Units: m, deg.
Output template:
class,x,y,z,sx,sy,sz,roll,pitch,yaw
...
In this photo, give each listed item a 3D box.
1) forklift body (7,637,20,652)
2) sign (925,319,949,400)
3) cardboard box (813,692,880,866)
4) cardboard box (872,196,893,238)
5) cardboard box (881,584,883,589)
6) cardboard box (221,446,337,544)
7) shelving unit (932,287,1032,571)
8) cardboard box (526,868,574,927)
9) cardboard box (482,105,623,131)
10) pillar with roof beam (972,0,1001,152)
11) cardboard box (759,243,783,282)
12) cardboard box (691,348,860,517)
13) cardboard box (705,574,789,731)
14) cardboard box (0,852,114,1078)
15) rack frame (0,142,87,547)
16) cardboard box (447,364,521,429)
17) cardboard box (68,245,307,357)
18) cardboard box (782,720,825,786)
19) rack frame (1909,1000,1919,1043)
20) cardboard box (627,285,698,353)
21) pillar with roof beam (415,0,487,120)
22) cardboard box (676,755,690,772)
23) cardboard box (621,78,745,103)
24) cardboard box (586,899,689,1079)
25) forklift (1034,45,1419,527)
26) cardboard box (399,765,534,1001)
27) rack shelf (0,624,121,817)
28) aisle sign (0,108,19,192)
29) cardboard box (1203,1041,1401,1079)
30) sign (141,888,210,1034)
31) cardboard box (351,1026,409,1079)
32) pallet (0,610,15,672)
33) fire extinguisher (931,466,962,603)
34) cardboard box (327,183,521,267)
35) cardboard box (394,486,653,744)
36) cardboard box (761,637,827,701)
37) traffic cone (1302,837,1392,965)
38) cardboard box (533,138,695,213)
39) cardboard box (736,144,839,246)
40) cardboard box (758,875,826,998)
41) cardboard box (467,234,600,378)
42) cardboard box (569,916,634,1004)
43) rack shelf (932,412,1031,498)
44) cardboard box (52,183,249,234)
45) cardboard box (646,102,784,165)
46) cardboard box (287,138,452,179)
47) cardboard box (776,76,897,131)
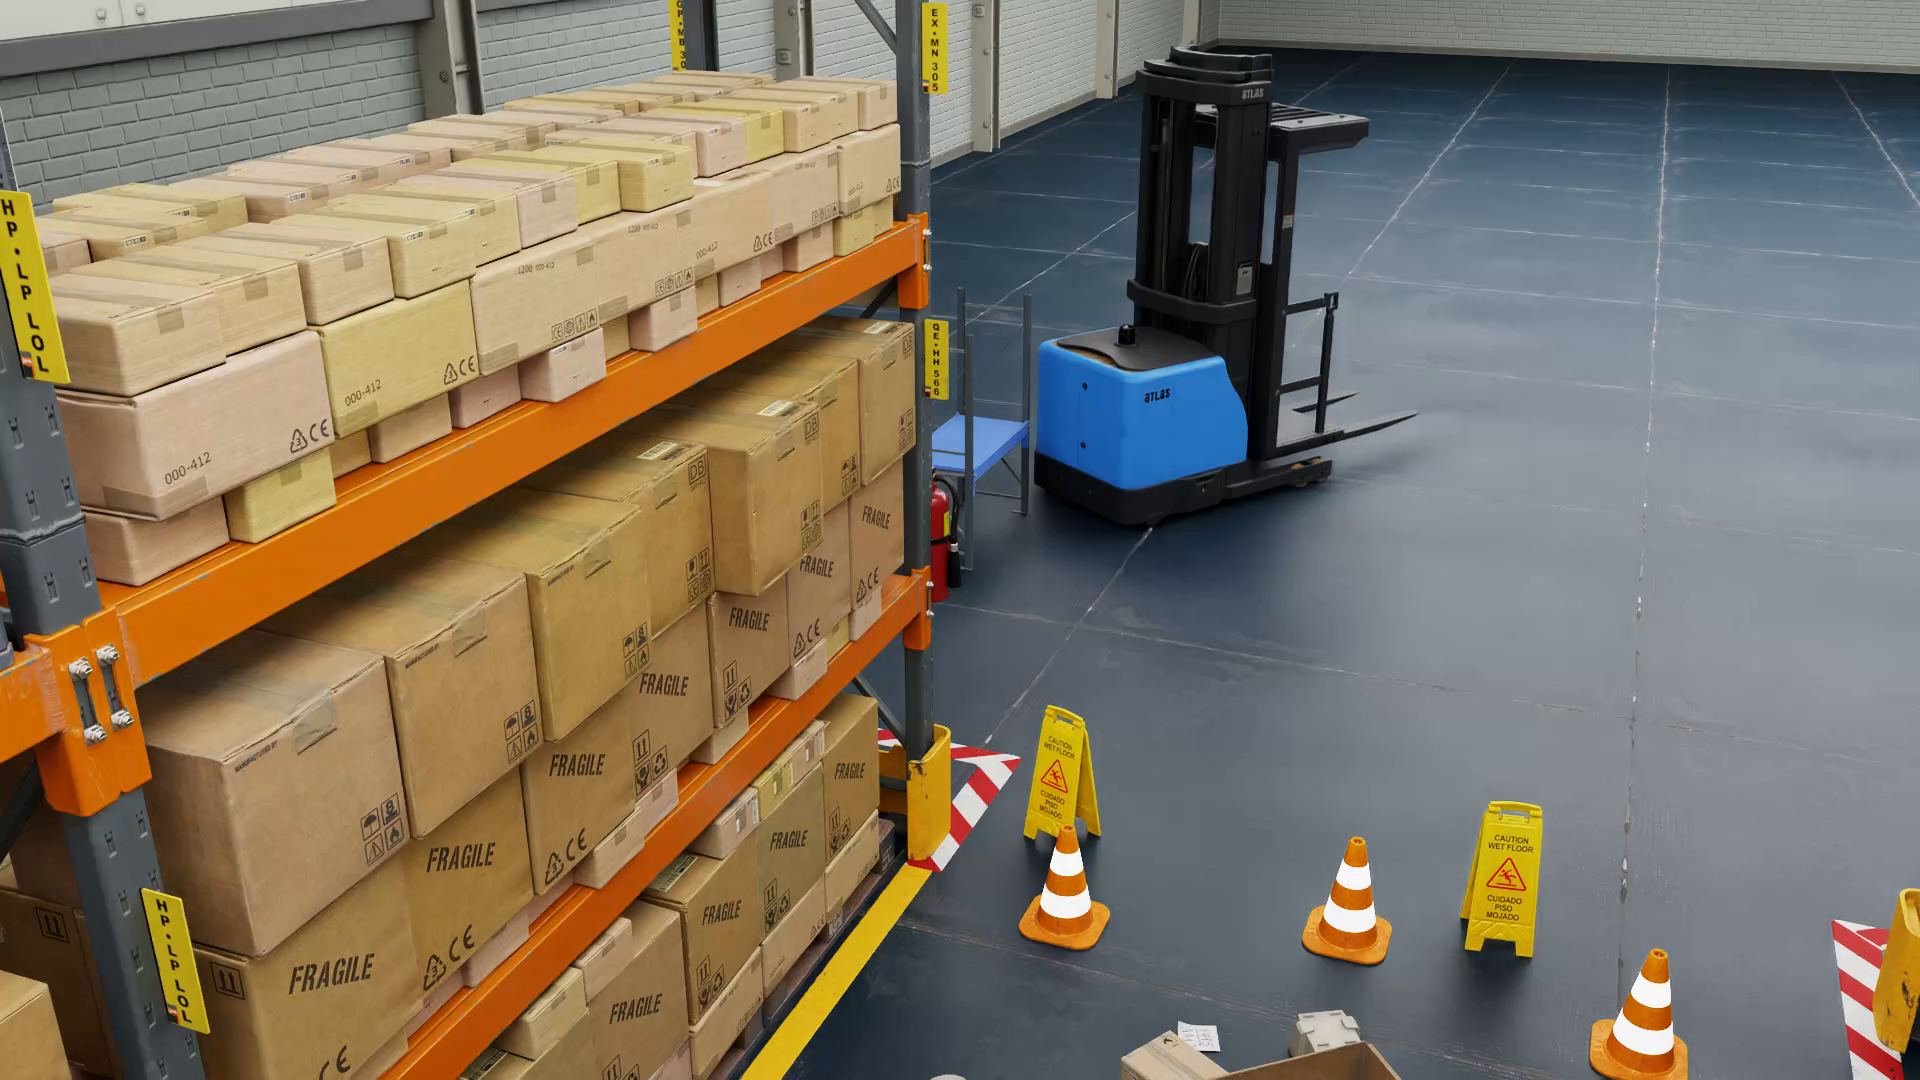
class,x,y,z,sx,sy,sz,roll,pitch,yaw
forklift body,-4.222,0.492,6.780,2.313,2.155,1.214,9,24,20
sign,-0.094,-0.723,6.677,0.100,0.325,0.005,9,24,20
cardboard box,-0.657,0.923,6.697,0.500,0.500,0.500,9,24,20
cardboard box,-0.474,-1.230,6.237,0.380,0.149,0.250,9,24,20
cardboard box,-0.542,0.151,6.823,0.380,0.149,0.250,10,25,22
cardboard box,-1.592,-0.128,3.599,0.380,0.149,0.250,9,24,20
shelving unit,0.032,-0.723,10.534,0.538,1.500,1.048,9,24,20
cardboard box,-1.362,0.970,4.861,0.380,0.149,0.250,9,24,20
cardboard box,-1.317,-1.313,5.402,0.380,0.149,0.250,9,24,20
pillar with roof beam,4.376,-9.312,21.368,9.100,9.000,0.400,9,24,20
cardboard box,-0.823,-0.965,5.603,0.380,0.149,0.250,9,24,20
cardboard box,-0.784,-0.380,5.956,0.700,0.500,0.500,9,24,21
cardboard box,-0.927,0.278,5.678,0.500,0.500,0.500,9,24,20
cardboard box,-2.153,0.924,4.131,0.500,0.500,0.500,8,24,19
rack frame,-2.087,-1.466,2.585,1.000,3.000,0.127,9,24,20
cardboard box,-1.366,-0.411,4.276,0.380,0.149,0.250,8,24,18
cardboard box,-1.598,-0.498,3.449,0.380,0.149,0.250,10,25,22
cardboard box,-0.731,0.765,6.235,0.380,0.149,0.250,10,24,22
rack frame,4.032,0.543,5.559,1.000,3.000,0.127,9,24,20
cardboard box,-1.003,-0.674,4.906,0.380,0.149,0.250,8,24,19
pillar with roof beam,-0.081,-5.018,11.088,9.100,9.000,0.400,9,24,20
cardboard box,-1.128,0.695,5.520,0.380,0.149,0.250,9,24,20
cardboard box,-1.002,-1.575,6.029,0.380,0.149,0.250,9,24,20
cardboard box,-1.235,1.480,5.365,0.500,0.500,0.500,10,25,23
forklift,2.009,-1.868,11.420,3.031,2.935,1.130,-15,27,-32
cardboard box,-1.500,0.818,4.385,0.500,0.500,0.500,9,24,20
rack shelf,-2.830,0.965,1.589,1.077,0.370,4.000,9,24,20
aisle sign,-4.914,-2.020,8.321,0.394,0.787,0.004,9,24,20
cardboard box,1.097,2.013,5.277,0.797,0.503,0.637,-7,24,-17
sign,-1.571,0.846,3.331,0.100,0.325,0.005,9,24,20
cardboard box,-1.627,1.253,4.184,0.380,0.149,0.250,10,24,22
pallet,-2.416,0.210,2.707,1.213,0.211,1.003,9,24,20
fire extinguisher,-0.131,-0.069,7.124,0.296,0.674,0.183,9,24,20
cardboard box,-1.324,-0.777,4.118,0.380,0.149,0.250,8,24,18
cardboard box,-1.301,0.175,4.626,0.700,0.500,0.500,8,24,19
cardboard box,-0.716,0.442,6.125,0.380,0.149,0.250,9,24,21
traffic cone,1.593,1.417,6.758,0.336,0.463,0.334,9,24,20
cardboard box,-0.991,-1.049,4.769,0.380,0.149,0.250,9,24,21
cardboard box,-0.742,-1.182,5.605,0.500,0.250,0.500,8,24,19
cardboard box,-0.852,1.457,6.392,0.500,0.250,0.500,9,24,20
cardboard box,-1.289,-0.632,4.288,0.500,0.250,0.500,9,24,21
cardboard box,-1.229,1.242,5.093,0.380,0.149,0.250,10,25,23
rack shelf,0.032,-0.557,10.603,0.538,0.185,1.000,9,24,20
cardboard box,-1.993,-0.775,4.113,0.380,0.149,0.250,10,24,22
cardboard box,-0.804,-1.338,5.462,0.380,0.149,0.250,9,24,20
cardboard box,-1.685,-1.048,4.766,0.380,0.149,0.250,9,24,21
cardboard box,-0.453,-1.602,6.094,0.380,0.149,0.250,9,24,21
